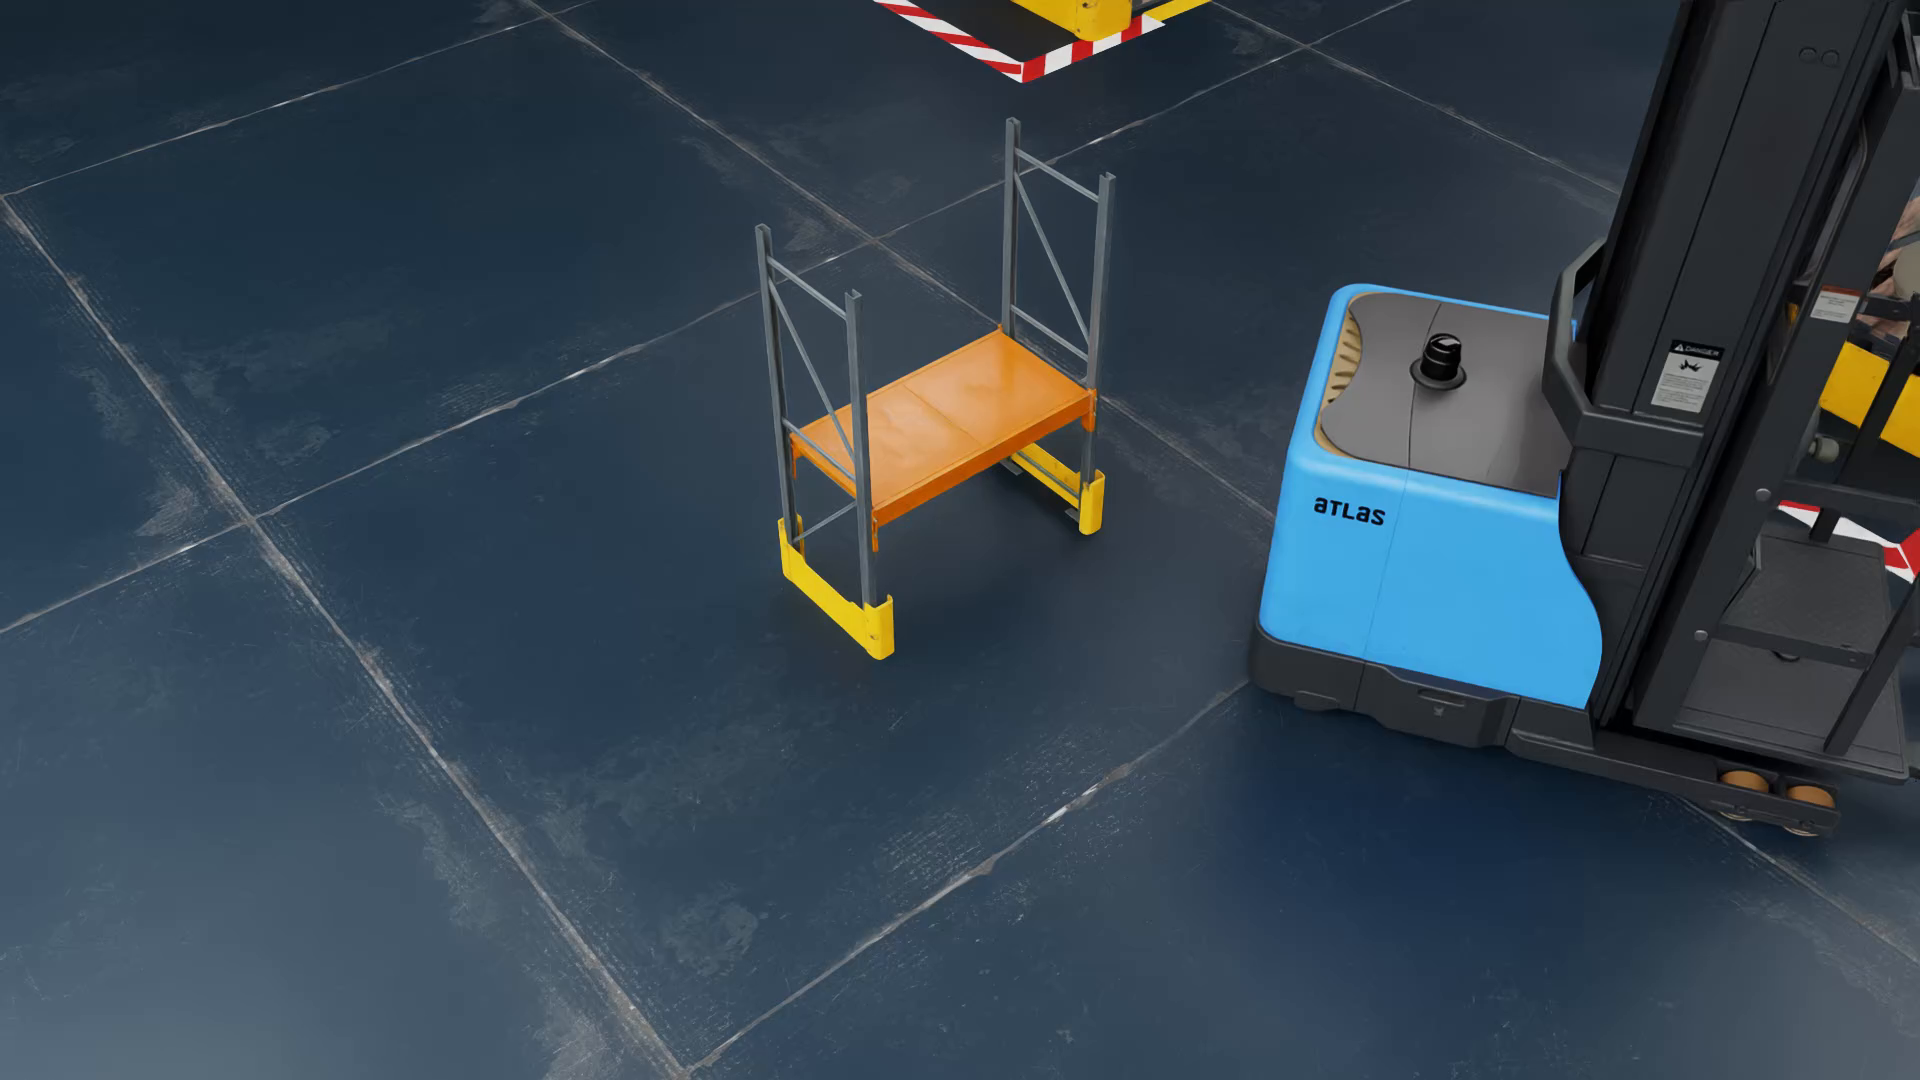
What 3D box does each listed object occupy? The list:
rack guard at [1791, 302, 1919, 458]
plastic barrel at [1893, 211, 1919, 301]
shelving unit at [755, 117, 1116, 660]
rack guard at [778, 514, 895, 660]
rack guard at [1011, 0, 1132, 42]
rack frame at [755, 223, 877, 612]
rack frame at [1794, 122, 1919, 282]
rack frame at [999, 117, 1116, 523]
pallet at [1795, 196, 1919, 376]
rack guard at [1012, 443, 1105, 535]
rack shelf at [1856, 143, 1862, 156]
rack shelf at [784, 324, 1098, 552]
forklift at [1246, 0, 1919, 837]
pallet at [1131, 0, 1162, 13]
[{"bbox_3d":[3.697,-0.764,6.698,0.348,0.500,1.175,-30,51,-28],"label":"rack guard"},{"bbox_3d":[4.125,-1.193,6.839,0.421,0.512,0.421,0,43,0],"label":"plastic barrel"},{"bbox_3d":[-0.058,-0.513,5.701,1.083,1.500,0.587,-30,51,-28],"label":"shelving unit"},{"bbox_3d":[-0.440,0.161,5.896,0.087,0.250,0.587,-30,51,-28],"label":"rack guard"},{"bbox_3d":[0.476,-3.298,9.397,0.348,0.500,1.175,-30,51,-28],"label":"rack guard"},{"bbox_3d":[-0.455,-0.286,5.459,0.032,1.500,0.500,-30,51,-28],"label":"rack frame"},{"bbox_3d":[3.669,-1.617,5.781,0.127,3.000,1.000,-30,51,-28],"label":"rack frame"},{"bbox_3d":[0.324,-0.733,5.934,0.032,1.500,0.500,-30,51,-28],"label":"rack frame"},{"bbox_3d":[4.324,-1.013,7.174,1.213,0.211,1.003,-30,51,-28],"label":"pallet"},{"bbox_3d":[0.324,-0.276,6.362,0.087,0.250,0.587,-30,51,-28],"label":"rack guard"},{"bbox_3d":[5.203,-2.233,6.963,4.000,0.370,1.077,-30,51,-28],"label":"rack shelf"},{"bbox_3d":[-0.065,-0.378,5.820,1.000,0.185,0.538,-30,51,-28],"label":"rack shelf"},{"bbox_3d":[2.552,-0.544,4.688,3.031,2.935,1.130,13,45,13],"label":"forklift"},{"bbox_3d":[1.054,-3.561,9.888,1.213,0.211,1.003,-30,51,-28],"label":"pallet"}]
